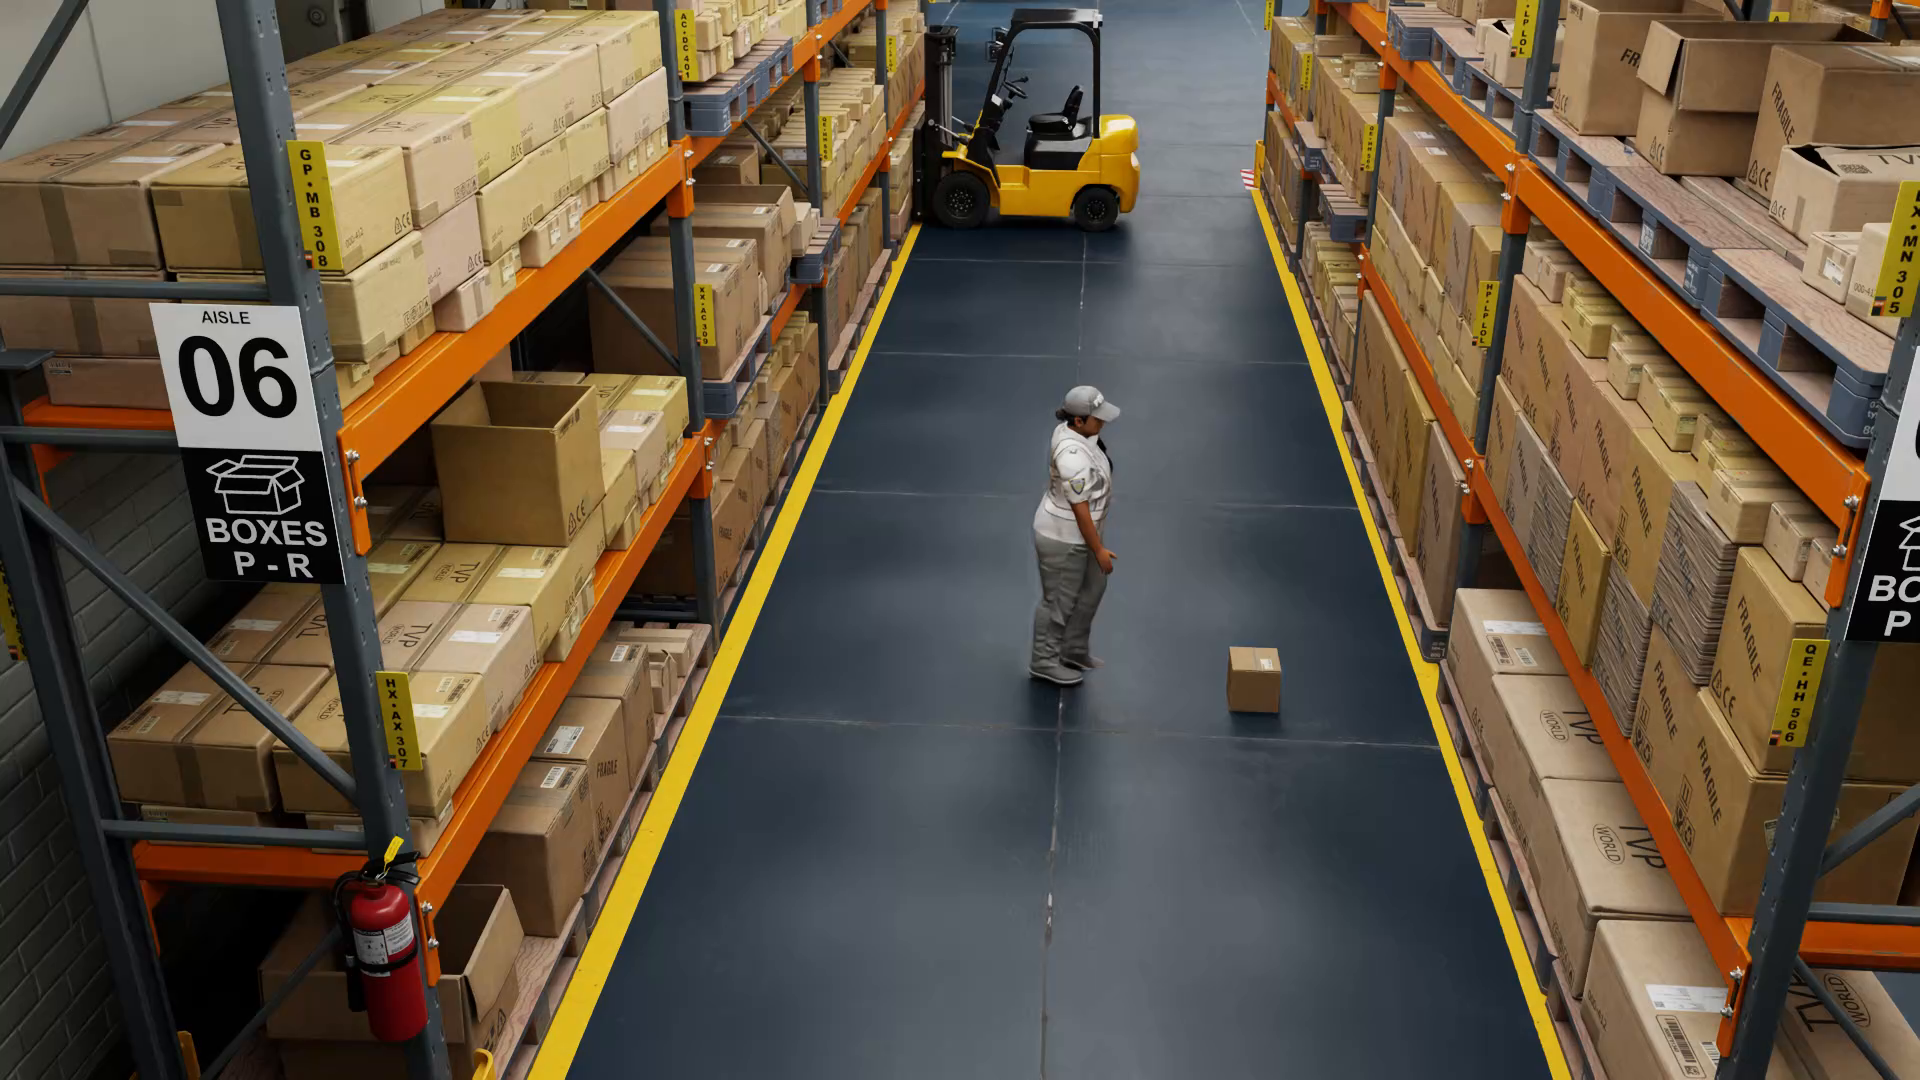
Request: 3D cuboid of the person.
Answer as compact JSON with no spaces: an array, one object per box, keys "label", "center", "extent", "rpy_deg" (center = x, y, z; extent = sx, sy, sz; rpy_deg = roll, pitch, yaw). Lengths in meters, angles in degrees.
[{"label":"person","center":[0.601,0.004,8.621],"extent":[0.458,1.717,0.496],"rpy_deg":[4,25,9]}]
